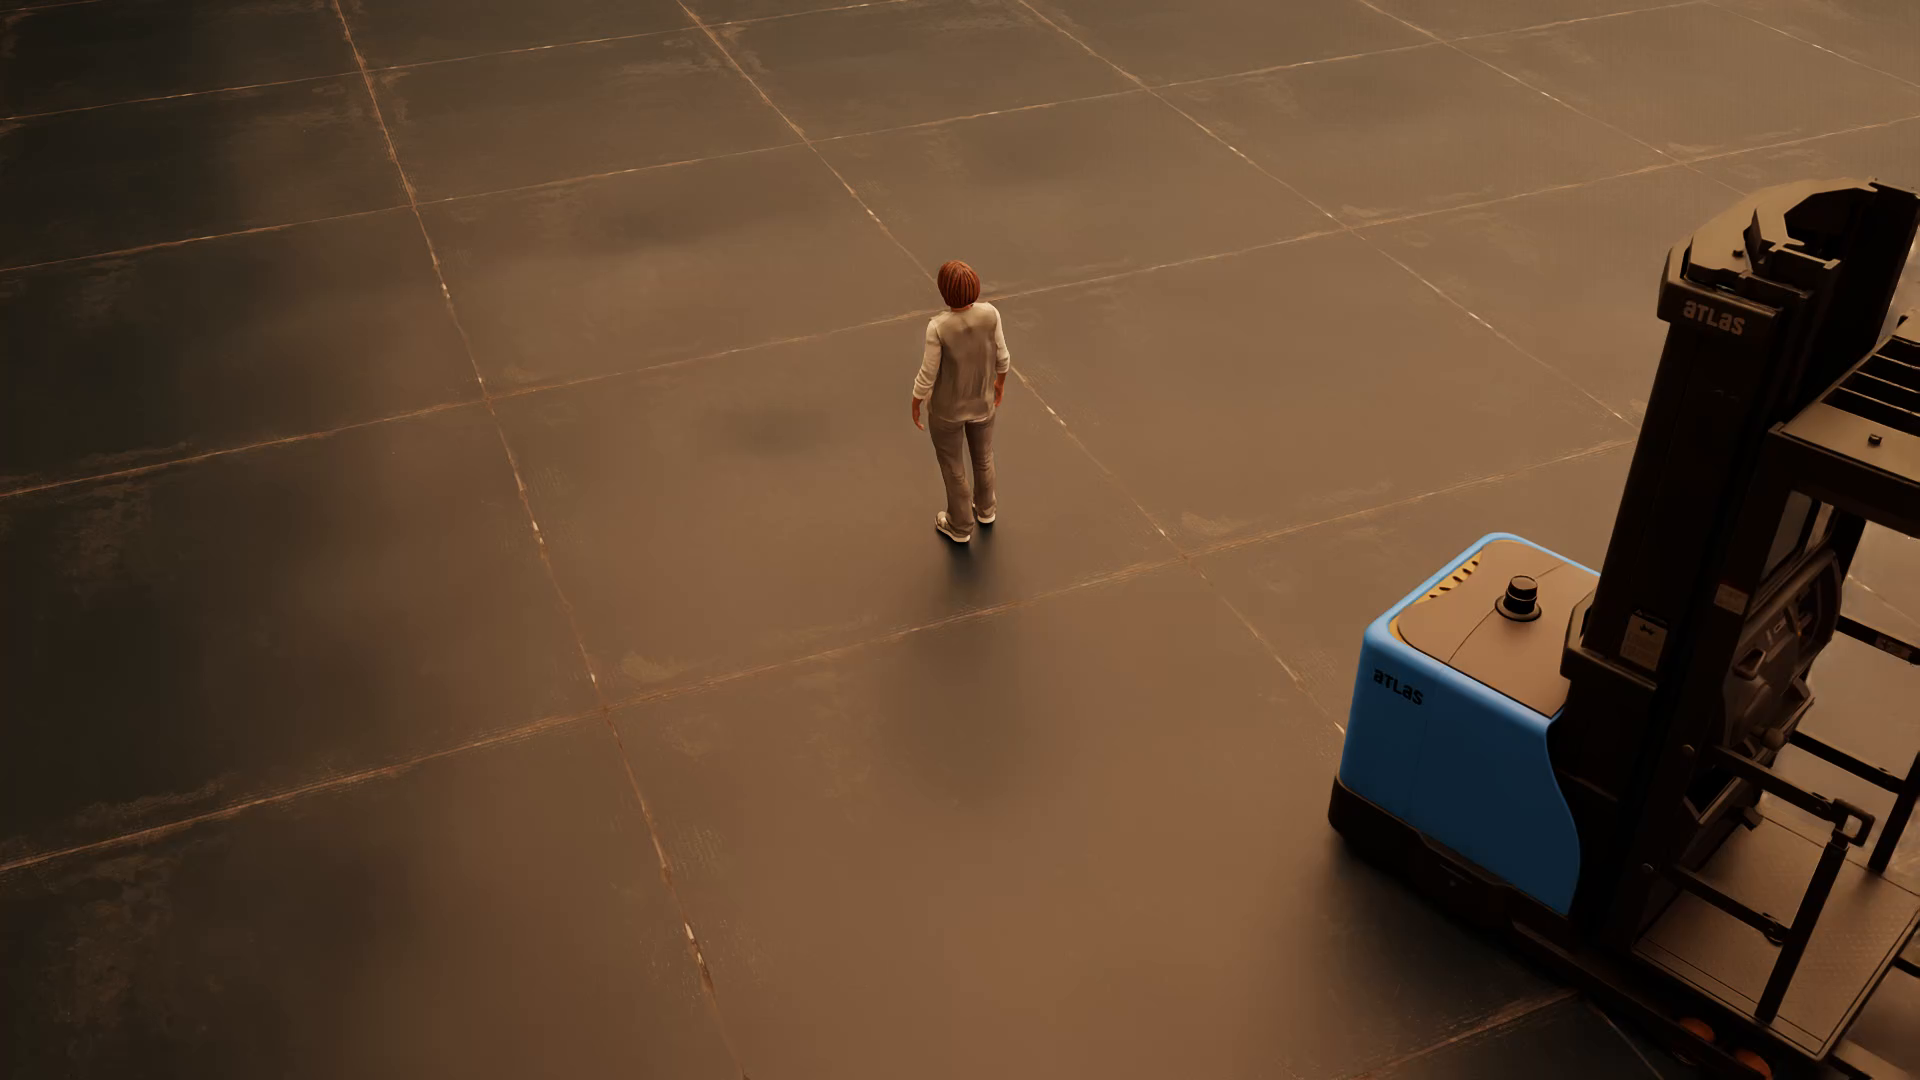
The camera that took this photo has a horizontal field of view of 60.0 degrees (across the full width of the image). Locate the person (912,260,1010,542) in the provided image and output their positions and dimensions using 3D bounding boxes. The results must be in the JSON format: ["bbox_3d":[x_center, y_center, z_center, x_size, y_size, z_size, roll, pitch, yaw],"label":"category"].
[{"bbox_3d":[-0.016,-0.700,8.221,0.520,1.599,0.473,-14,38,-19],"label":"person"}]

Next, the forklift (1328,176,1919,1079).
[{"bbox_3d":[2.919,0.426,5.499,1.130,2.935,3.031,-30,45,-35],"label":"forklift"}]
